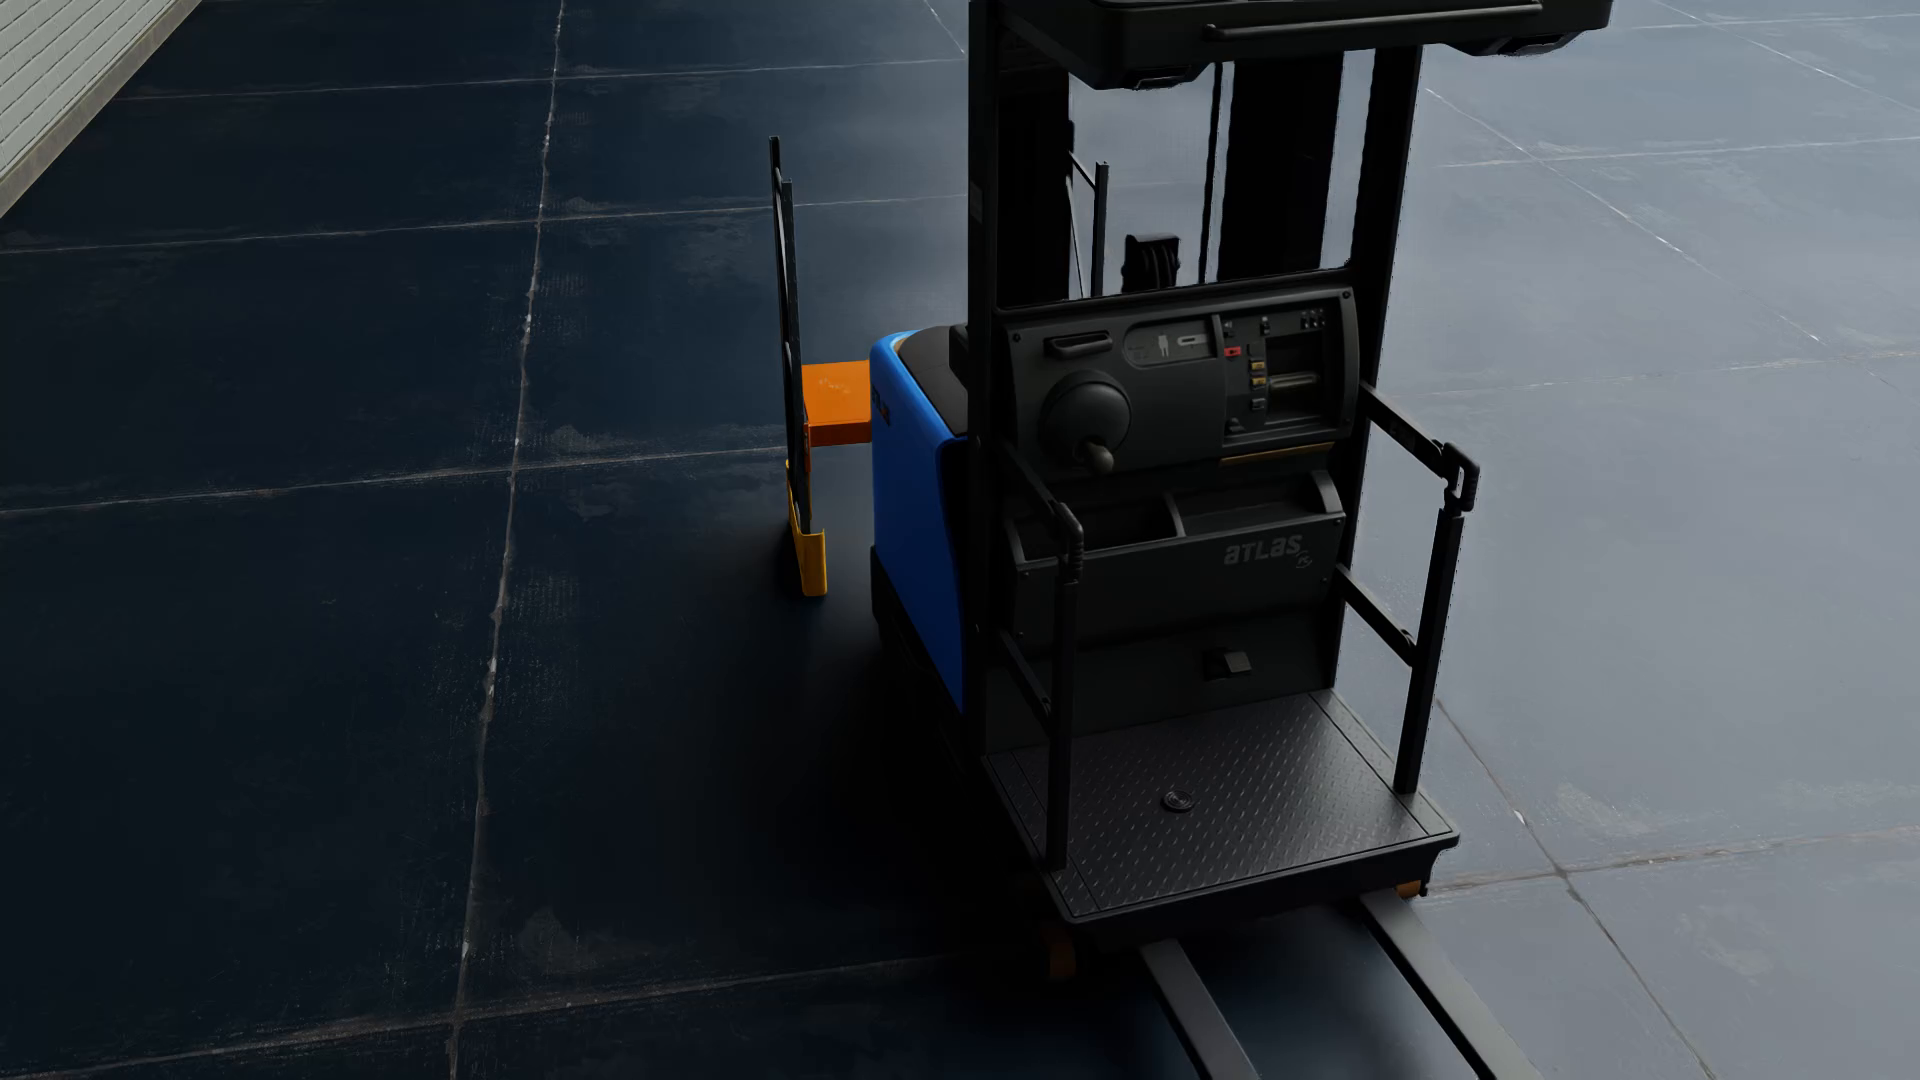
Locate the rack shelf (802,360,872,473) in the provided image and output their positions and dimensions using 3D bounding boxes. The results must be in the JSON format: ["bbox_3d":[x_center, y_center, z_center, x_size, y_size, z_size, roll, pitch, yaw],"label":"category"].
[{"bbox_3d":[-0.084,-0.484,5.948,1.000,0.185,0.538,-5,31,-9],"label":"rack shelf"}]

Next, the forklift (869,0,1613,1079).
[{"bbox_3d":[0.630,-0.347,3.949,1.130,2.935,3.031,-9,32,-15],"label":"forklift"}]

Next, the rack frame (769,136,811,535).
[{"bbox_3d":[-0.584,-0.592,5.778,0.032,1.500,0.500,-5,31,-9],"label":"rack frame"}]

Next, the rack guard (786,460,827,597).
[{"bbox_3d":[-0.565,-0.055,6.097,0.087,0.250,0.587,-5,31,-9],"label":"rack guard"}]

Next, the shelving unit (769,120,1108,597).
[{"bbox_3d":[-0.075,-0.640,5.858,1.083,1.500,0.587,-5,31,-9],"label":"shelving unit"}]

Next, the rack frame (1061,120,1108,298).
[{"bbox_3d":[0.416,-0.685,5.936,0.032,1.500,0.500,-5,31,-9],"label":"rack frame"}]
